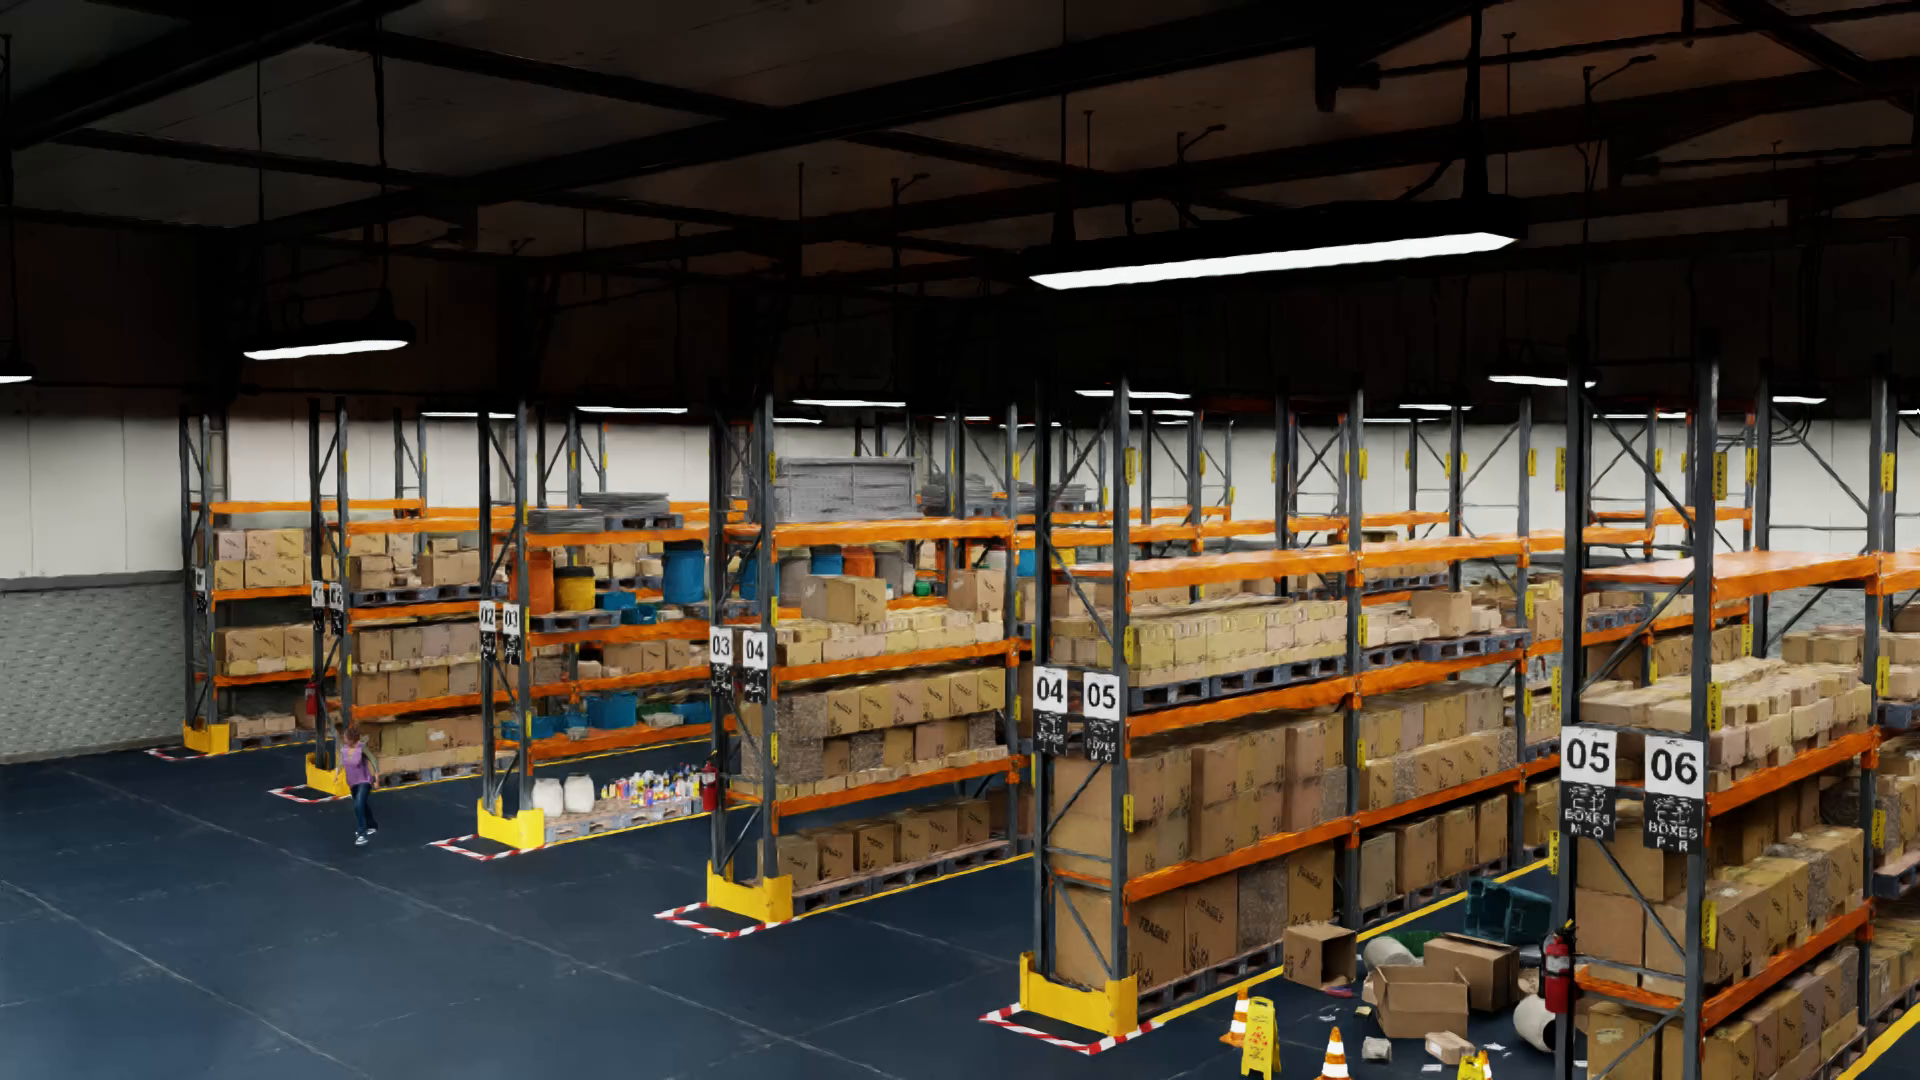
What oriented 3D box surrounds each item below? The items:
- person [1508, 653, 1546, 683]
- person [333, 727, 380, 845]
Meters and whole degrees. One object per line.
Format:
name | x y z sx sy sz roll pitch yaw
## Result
person | 10.976 2.606 32.163 0.701 1.718 0.849 2 3 27
person | -7.952 3.226 22.068 0.573 1.532 0.763 1 3 24
